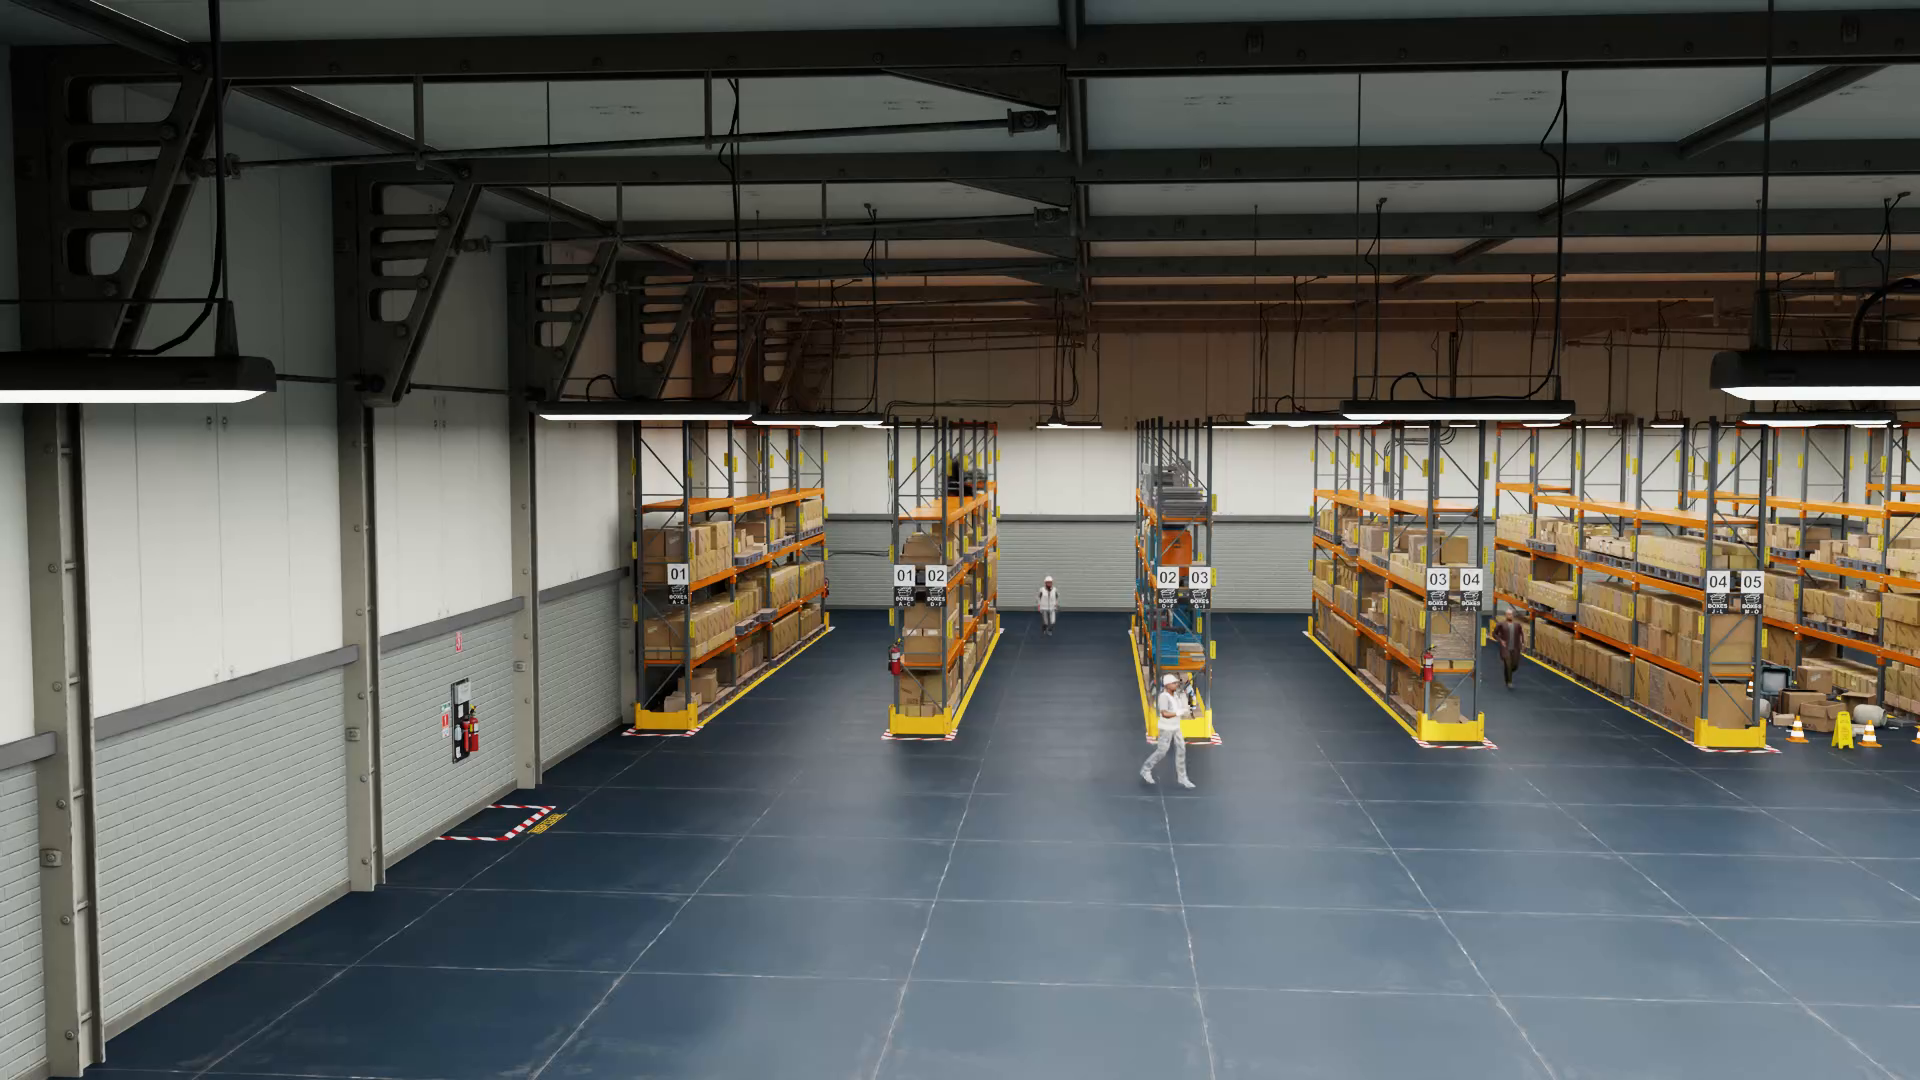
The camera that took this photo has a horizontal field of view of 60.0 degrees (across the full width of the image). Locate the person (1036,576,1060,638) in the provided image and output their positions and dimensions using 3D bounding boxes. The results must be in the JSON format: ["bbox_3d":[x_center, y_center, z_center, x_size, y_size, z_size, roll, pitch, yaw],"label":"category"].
[{"bbox_3d":[2.360,1.804,44.393,0.652,1.676,0.634,0,4,-4],"label":"person"}]

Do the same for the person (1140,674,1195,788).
[{"bbox_3d":[3.334,3.060,26.720,0.906,1.813,0.704,2,4,31],"label":"person"}]

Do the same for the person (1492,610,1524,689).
[{"bbox_3d":[12.292,2.431,37.298,0.712,1.739,0.653,0,4,0],"label":"person"}]

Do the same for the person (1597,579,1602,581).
[{"bbox_3d":[16.901,1.927,43.987,0.661,1.769,0.993,0,4,1],"label":"person"}]
